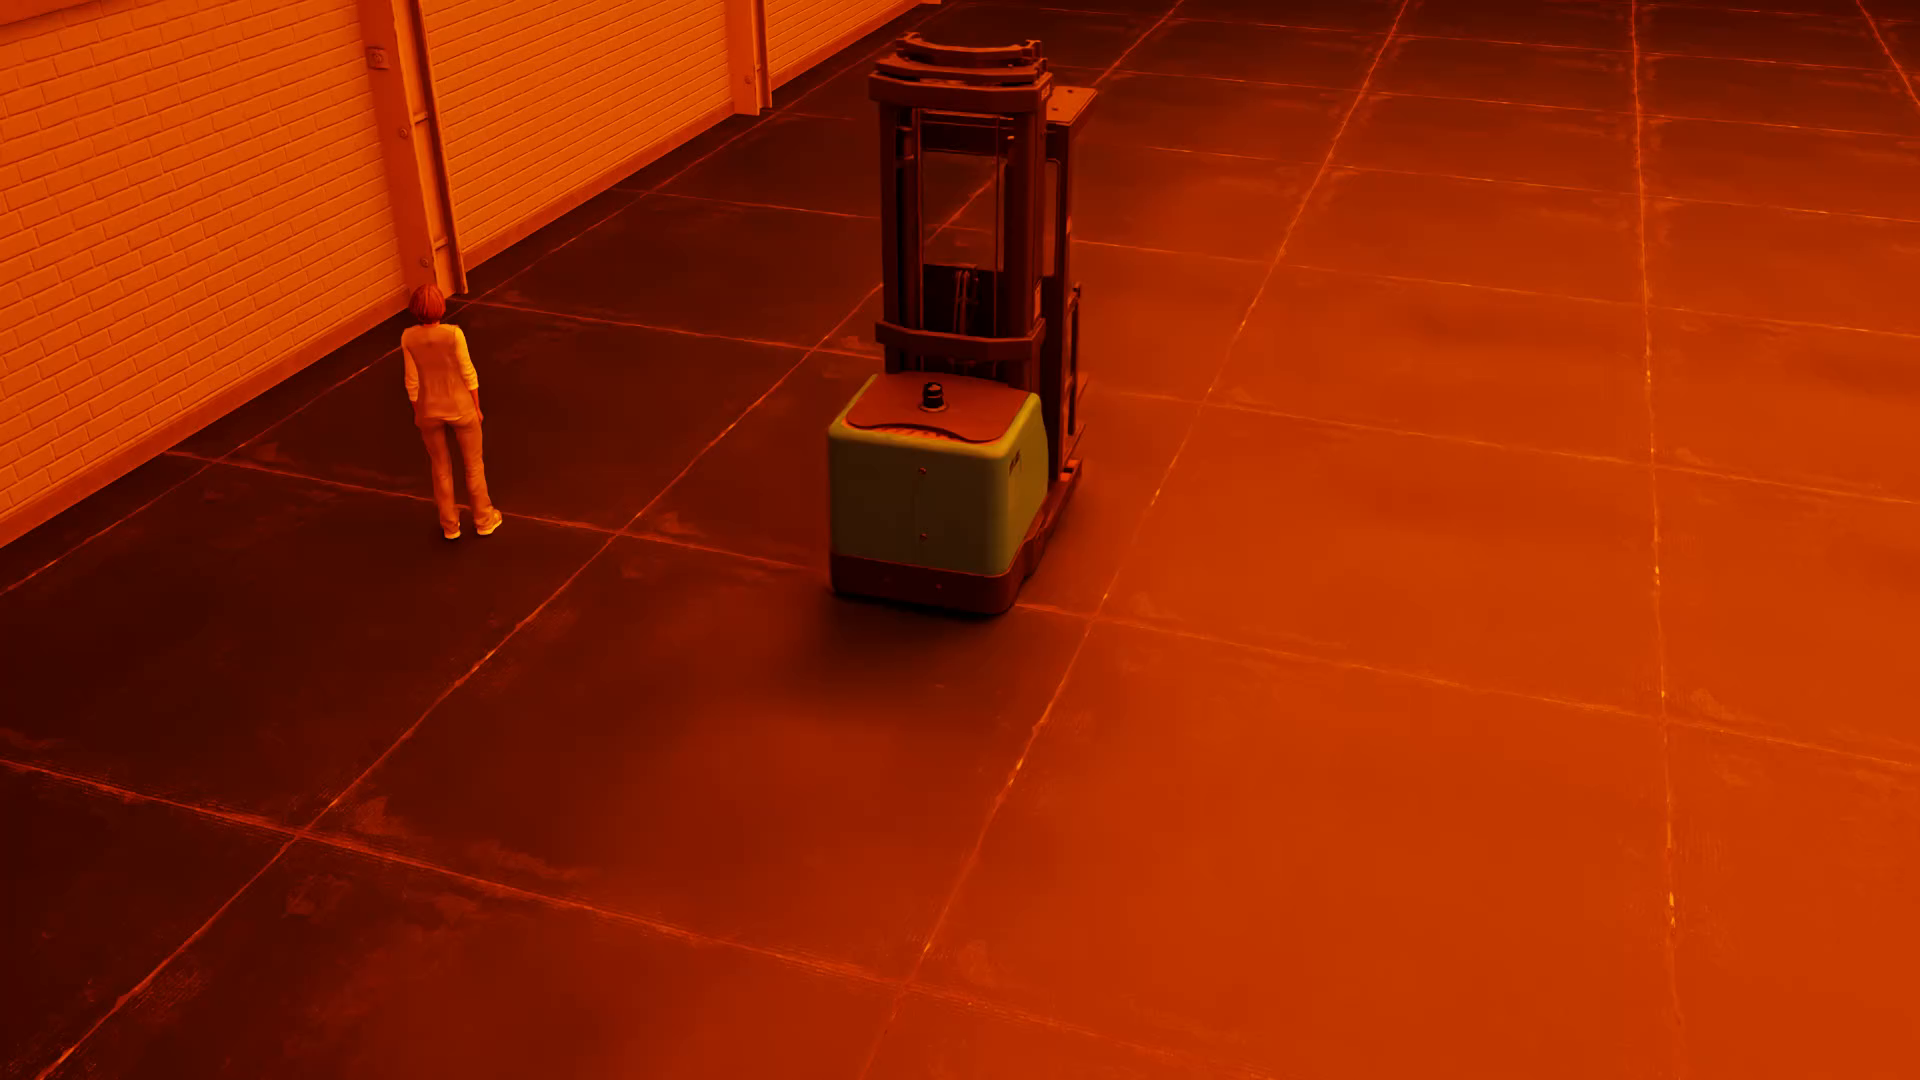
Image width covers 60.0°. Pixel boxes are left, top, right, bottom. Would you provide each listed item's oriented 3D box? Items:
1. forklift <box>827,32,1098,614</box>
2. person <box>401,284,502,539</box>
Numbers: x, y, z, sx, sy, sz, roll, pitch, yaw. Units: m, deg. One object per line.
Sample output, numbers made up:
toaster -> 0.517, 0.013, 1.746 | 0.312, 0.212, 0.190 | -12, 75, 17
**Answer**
forklift -> 0.160, -1.580, 9.908 | 1.130, 2.935, 3.031 | 8, 31, 14
person -> -3.020, -0.754, 9.803 | 0.407, 1.604, 0.314 | -4, 30, -7
